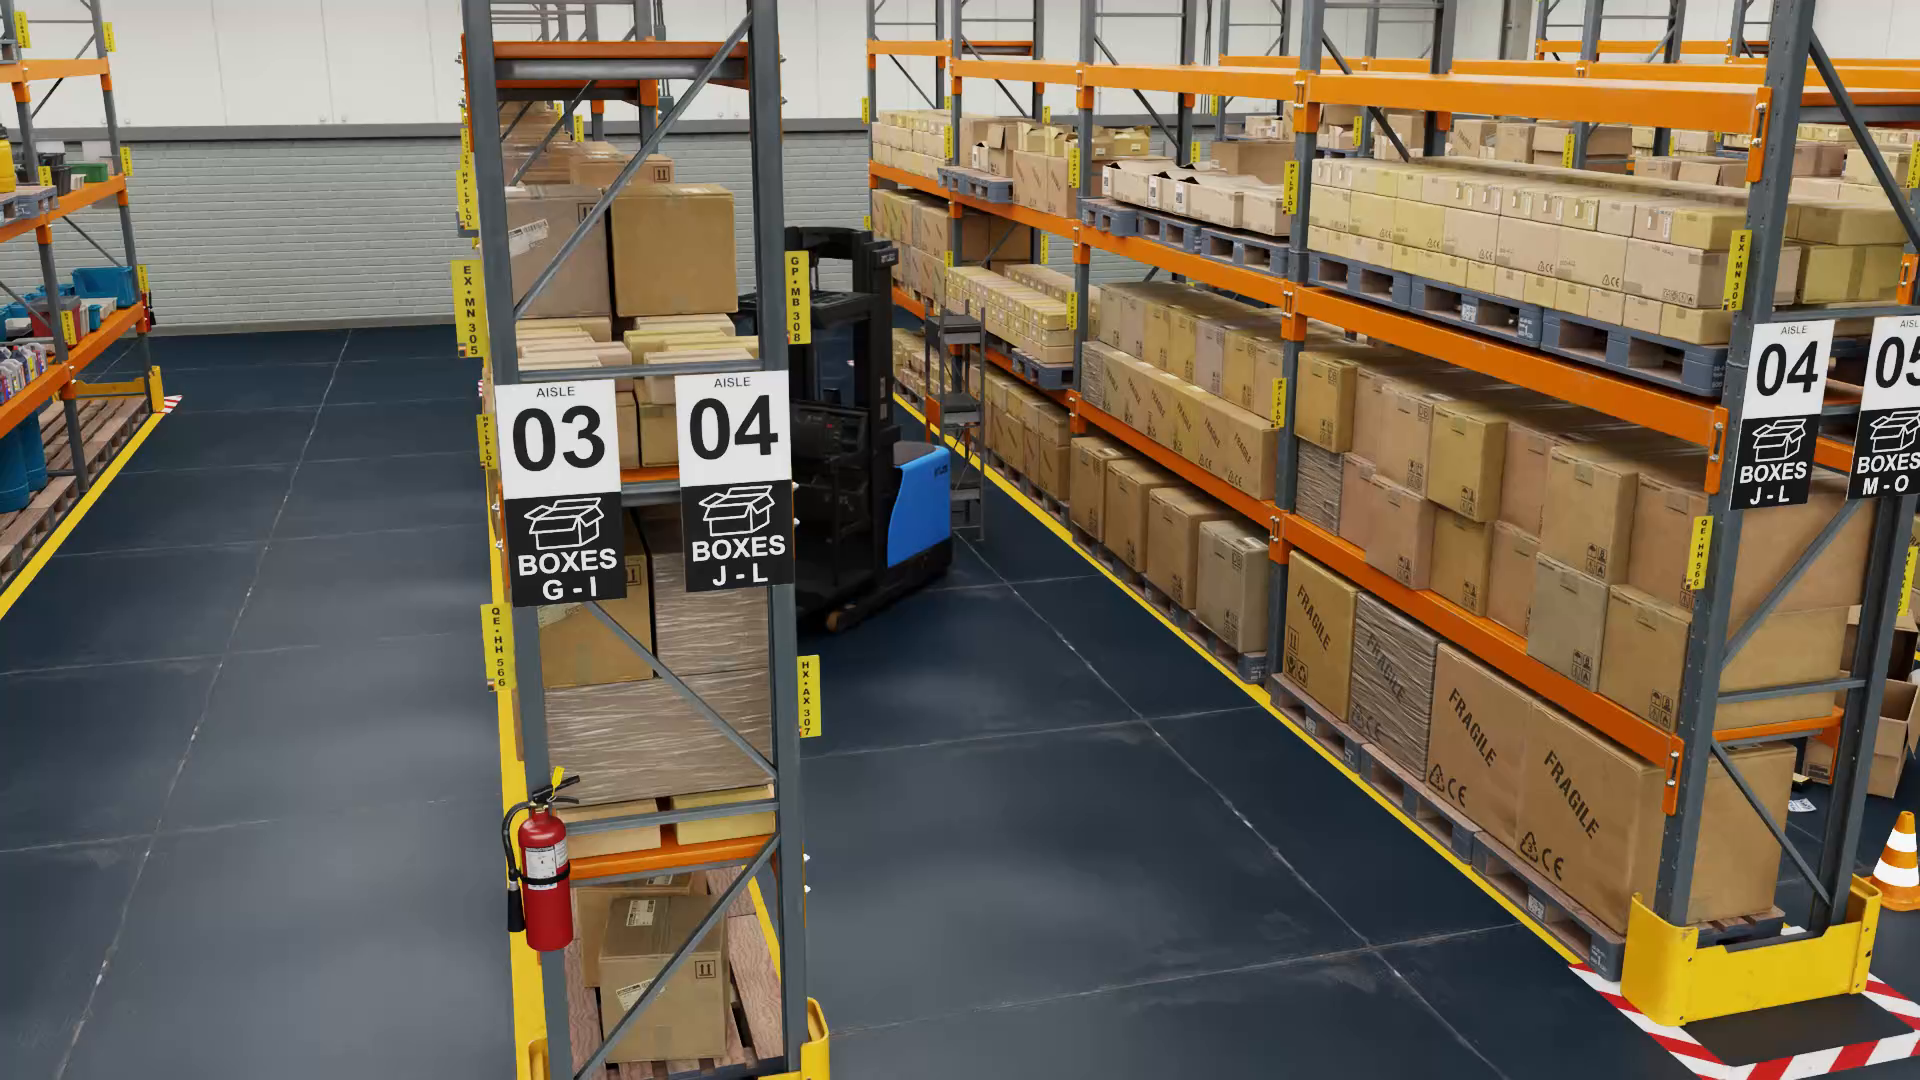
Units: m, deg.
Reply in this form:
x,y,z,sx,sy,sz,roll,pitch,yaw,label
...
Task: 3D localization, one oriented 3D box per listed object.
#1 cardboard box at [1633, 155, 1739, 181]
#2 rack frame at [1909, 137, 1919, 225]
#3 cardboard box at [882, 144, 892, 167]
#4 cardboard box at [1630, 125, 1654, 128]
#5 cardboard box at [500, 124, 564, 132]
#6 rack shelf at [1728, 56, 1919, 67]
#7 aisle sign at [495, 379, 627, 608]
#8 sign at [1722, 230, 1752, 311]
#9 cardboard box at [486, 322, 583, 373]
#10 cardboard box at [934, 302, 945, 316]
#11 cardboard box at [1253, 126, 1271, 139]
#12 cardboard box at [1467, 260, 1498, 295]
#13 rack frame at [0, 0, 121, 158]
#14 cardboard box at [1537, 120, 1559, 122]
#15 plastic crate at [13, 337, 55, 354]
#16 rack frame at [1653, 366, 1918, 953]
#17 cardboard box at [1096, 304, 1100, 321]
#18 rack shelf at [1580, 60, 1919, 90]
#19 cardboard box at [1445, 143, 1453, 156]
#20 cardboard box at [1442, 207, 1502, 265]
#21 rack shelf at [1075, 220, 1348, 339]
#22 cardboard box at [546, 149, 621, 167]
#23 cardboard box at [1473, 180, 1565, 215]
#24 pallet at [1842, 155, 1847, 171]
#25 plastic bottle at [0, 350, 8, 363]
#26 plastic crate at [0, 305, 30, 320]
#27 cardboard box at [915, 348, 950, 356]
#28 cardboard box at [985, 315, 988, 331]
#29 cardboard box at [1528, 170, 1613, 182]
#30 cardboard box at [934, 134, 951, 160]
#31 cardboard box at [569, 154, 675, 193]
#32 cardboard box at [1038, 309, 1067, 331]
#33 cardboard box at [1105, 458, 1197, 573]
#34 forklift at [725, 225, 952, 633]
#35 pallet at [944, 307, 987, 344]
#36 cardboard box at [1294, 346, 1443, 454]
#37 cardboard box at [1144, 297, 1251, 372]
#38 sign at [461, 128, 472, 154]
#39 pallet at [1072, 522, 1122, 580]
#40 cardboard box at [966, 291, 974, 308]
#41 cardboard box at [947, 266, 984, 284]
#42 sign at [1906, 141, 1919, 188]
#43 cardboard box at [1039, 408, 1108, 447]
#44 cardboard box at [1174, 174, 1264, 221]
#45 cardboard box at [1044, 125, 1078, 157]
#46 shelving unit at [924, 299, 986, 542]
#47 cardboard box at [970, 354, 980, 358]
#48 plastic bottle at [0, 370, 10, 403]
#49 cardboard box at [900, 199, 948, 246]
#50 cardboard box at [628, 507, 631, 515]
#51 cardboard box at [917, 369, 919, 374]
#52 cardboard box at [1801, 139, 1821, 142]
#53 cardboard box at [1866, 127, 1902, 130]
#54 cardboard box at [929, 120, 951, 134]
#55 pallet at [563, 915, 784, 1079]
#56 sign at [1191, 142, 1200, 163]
x,y,z,sx,sy,sz,roll,pitch,yaw,label
6.482,-3.169,14.901,0.700,0.500,0.500,-5,17,-15,cardboard box
7.330,-3.715,11.676,1.000,3.000,0.127,-5,17,-15,rack frame
-0.681,-4.816,20.817,0.500,0.250,0.500,-4,17,-13,cardboard box
9.254,-5.595,22.026,0.500,0.250,0.500,-4,17,-14,cardboard box
-4.228,-3.797,16.260,0.700,0.500,0.500,-4,17,-14,cardboard box
10.453,-5.232,18.672,1.077,0.370,4.000,-5,17,-15,rack shelf
-1.370,-0.156,5.737,0.394,0.787,0.004,-5,17,-15,aisle sign
3.173,-1.099,6.782,0.100,0.325,0.005,-5,17,-15,sign
-1.706,-0.775,6.672,0.380,0.149,0.250,-5,17,-15,cardboard box
-0.079,-2.638,18.956,0.380,0.149,0.250,-5,17,-17,cardboard box
4.111,-5.407,22.057,0.380,0.149,0.250,-4,17,-13,cardboard box
2.862,-1.368,8.611,0.380,0.149,0.250,-4,17,-15,cardboard box
-10.258,-5.859,18.814,1.000,3.000,0.127,-5,17,-15,rack frame
8.663,-5.917,23.966,0.500,0.250,0.500,-5,17,-16,cardboard box
-9.149,-1.922,16.489,0.396,0.136,0.243,-5,17,-15,plastic crate
3.698,0.684,7.460,1.000,3.000,0.127,-5,17,-15,rack frame
1.482,-2.112,15.440,0.380,0.149,0.250,-5,17,-17,cardboard box
6.781,-3.732,13.679,1.077,0.370,4.000,-5,17,-15,rack shelf
5.297,-4.095,17.659,0.396,0.266,0.258,-3,17,-11,cardboard box
2.883,-1.602,8.697,0.500,0.250,0.500,-5,17,-15,cardboard box
2.049,-2.067,12.657,1.077,0.370,4.000,-5,17,-15,rack shelf
-2.653,-2.497,11.794,0.500,0.500,0.500,-4,17,-14,cardboard box
2.860,-1.751,8.500,0.380,0.149,0.250,-5,17,-15,cardboard box
10.303,-4.322,19.238,1.213,0.211,1.003,-5,17,-15,pallet
-8.679,-1.565,15.033,0.144,0.351,0.185,-5,17,-15,plastic bottle
-10.062,-2.393,17.890,0.416,0.233,0.300,-5,17,-15,plastic crate
-0.340,-2.266,20.473,0.380,0.149,0.250,-5,17,-15,cardboard box
0.430,-2.210,16.801,0.380,0.149,0.250,-5,17,-16,cardboard box
3.352,-1.944,9.143,0.380,0.149,0.250,-5,17,-16,cardboard box
0.029,-4.347,18.386,0.500,0.250,0.500,-6,18,-18,cardboard box
-1.829,-1.820,9.023,0.500,0.500,0.500,-5,17,-17,cardboard box
0.924,-1.994,15.047,0.380,0.149,0.250,-5,18,-17,cardboard box
1.824,-0.235,13.701,1.050,0.750,0.750,-4,17,-14,cardboard box
-1.227,-0.846,12.675,1.130,2.935,3.031,9,19,28,forklift
0.470,-2.320,17.796,1.003,0.211,1.213,-5,17,-15,pallet
2.667,-0.906,10.617,0.875,0.550,0.550,-5,17,-15,cardboard box
1.897,-1.649,13.315,0.700,0.500,0.500,-5,17,-16,cardboard box
-4.930,-3.949,16.633,0.100,0.325,0.005,-5,17,-15,sign
1.644,0.031,14.482,1.003,0.211,1.213,-5,17,-15,pallet
0.283,-2.498,17.244,0.380,0.149,0.250,-5,18,-18,cardboard box
0.066,-2.855,17.916,0.380,0.149,0.250,-4,17,-12,cardboard box
6.798,-2.669,11.827,0.100,0.325,0.005,-5,17,-15,sign
1.059,-1.060,15.579,0.500,0.250,0.500,-5,17,-17,cardboard box
1.906,-2.532,12.206,0.500,0.311,0.500,-5,18,-17,cardboard box
0.983,-3.612,15.043,0.396,0.266,0.258,-5,17,-15,cardboard box
-0.045,-1.051,14.802,0.431,2.100,0.503,-5,17,-15,shelving unit
0.284,-2.161,20.125,0.380,0.149,0.250,-4,17,-14,cardboard box
-8.292,-1.338,14.394,0.061,0.283,0.133,-5,17,-15,plastic bottle
-0.421,-3.840,20.093,0.500,0.500,0.500,-5,18,-17,cardboard box
-1.257,-0.071,7.547,0.500,0.500,0.500,-5,17,-15,cardboard box
-0.319,-2.121,20.507,0.380,0.149,0.250,-4,17,-13,cardboard box
9.947,-4.546,19.190,0.380,0.149,0.250,-4,17,-14,cardboard box
10.547,-4.657,19.045,0.380,0.149,0.250,-4,17,-14,cardboard box
-0.139,-4.632,18.641,0.380,0.149,0.250,-5,17,-15,cardboard box
-1.309,2.135,7.476,1.003,0.211,1.213,-5,17,-15,pallet
2.035,-3.292,14.448,0.100,0.325,0.005,-5,17,-15,sign
